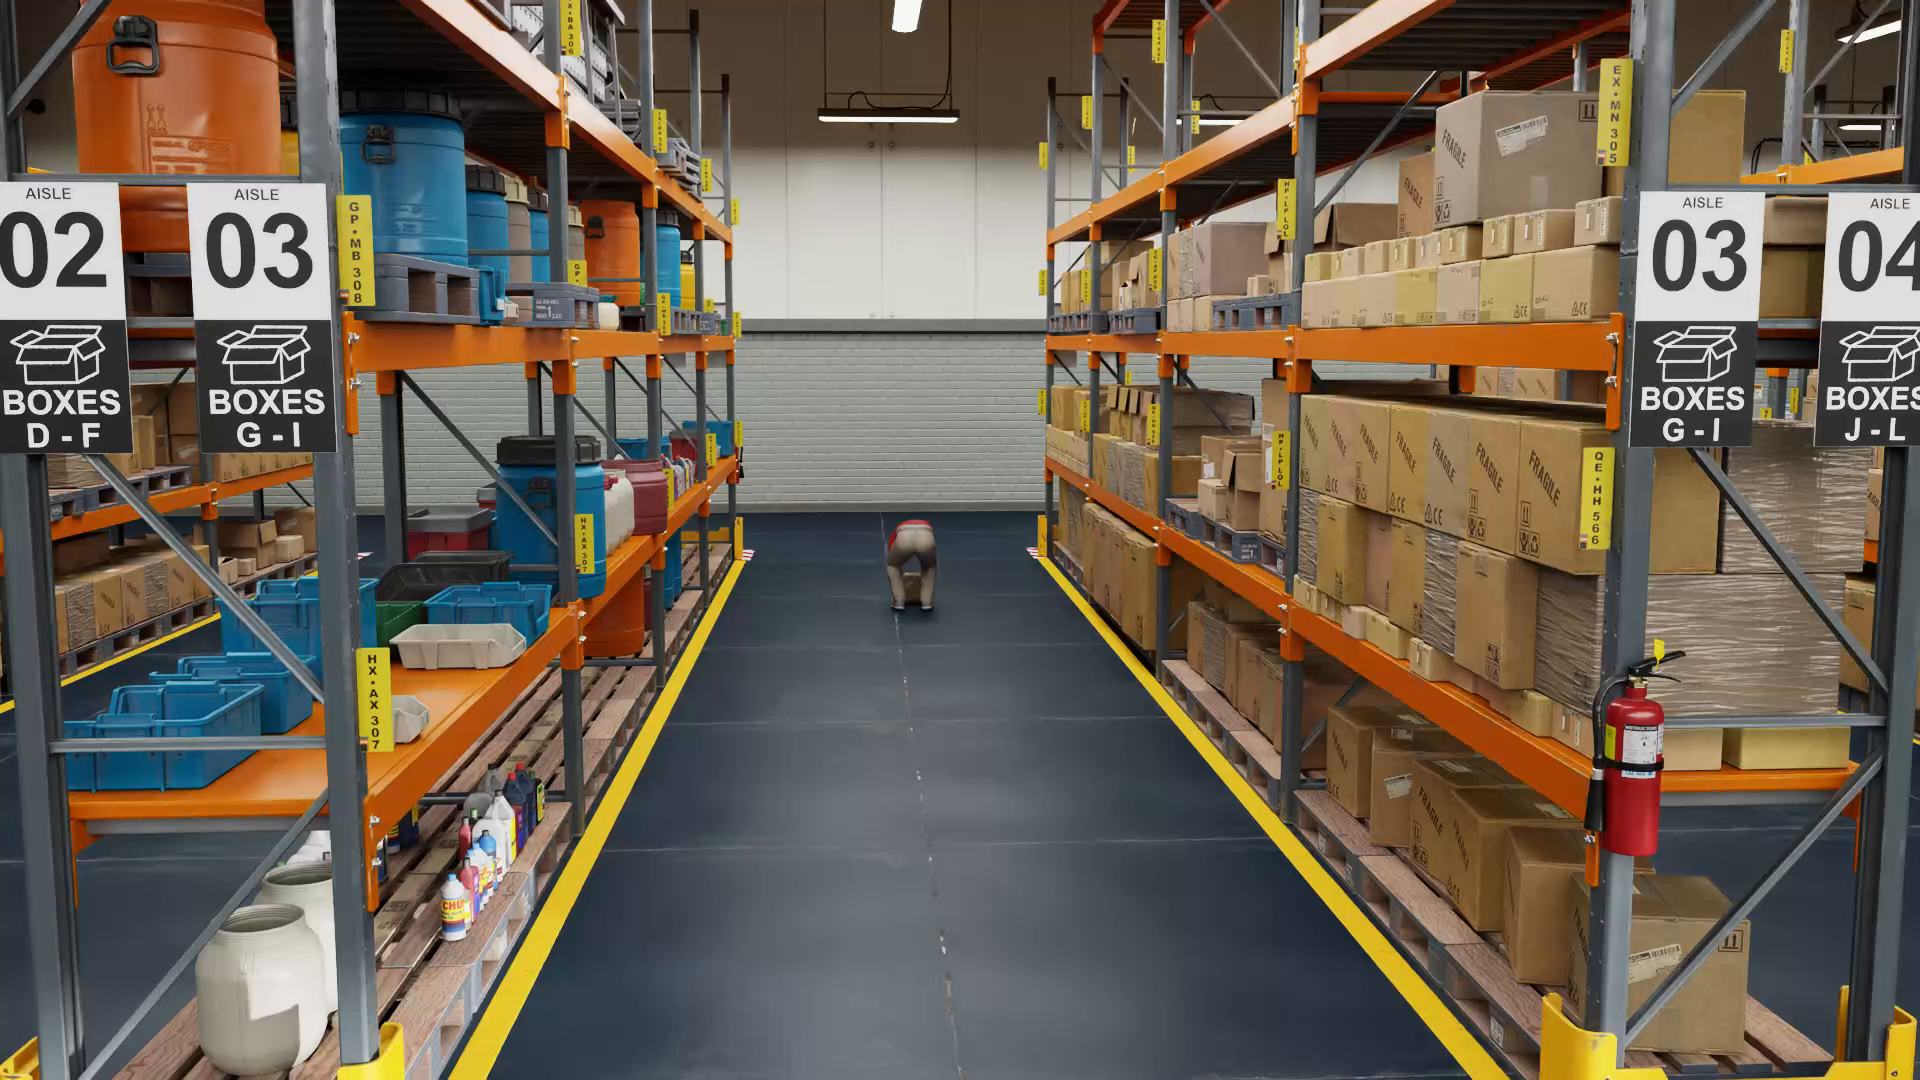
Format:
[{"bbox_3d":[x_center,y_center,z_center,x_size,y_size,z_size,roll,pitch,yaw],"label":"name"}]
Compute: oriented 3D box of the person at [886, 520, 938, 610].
[{"bbox_3d":[-0.505,0.233,17.268,0.540,0.922,0.956,-1,7,-6],"label":"person"}]
